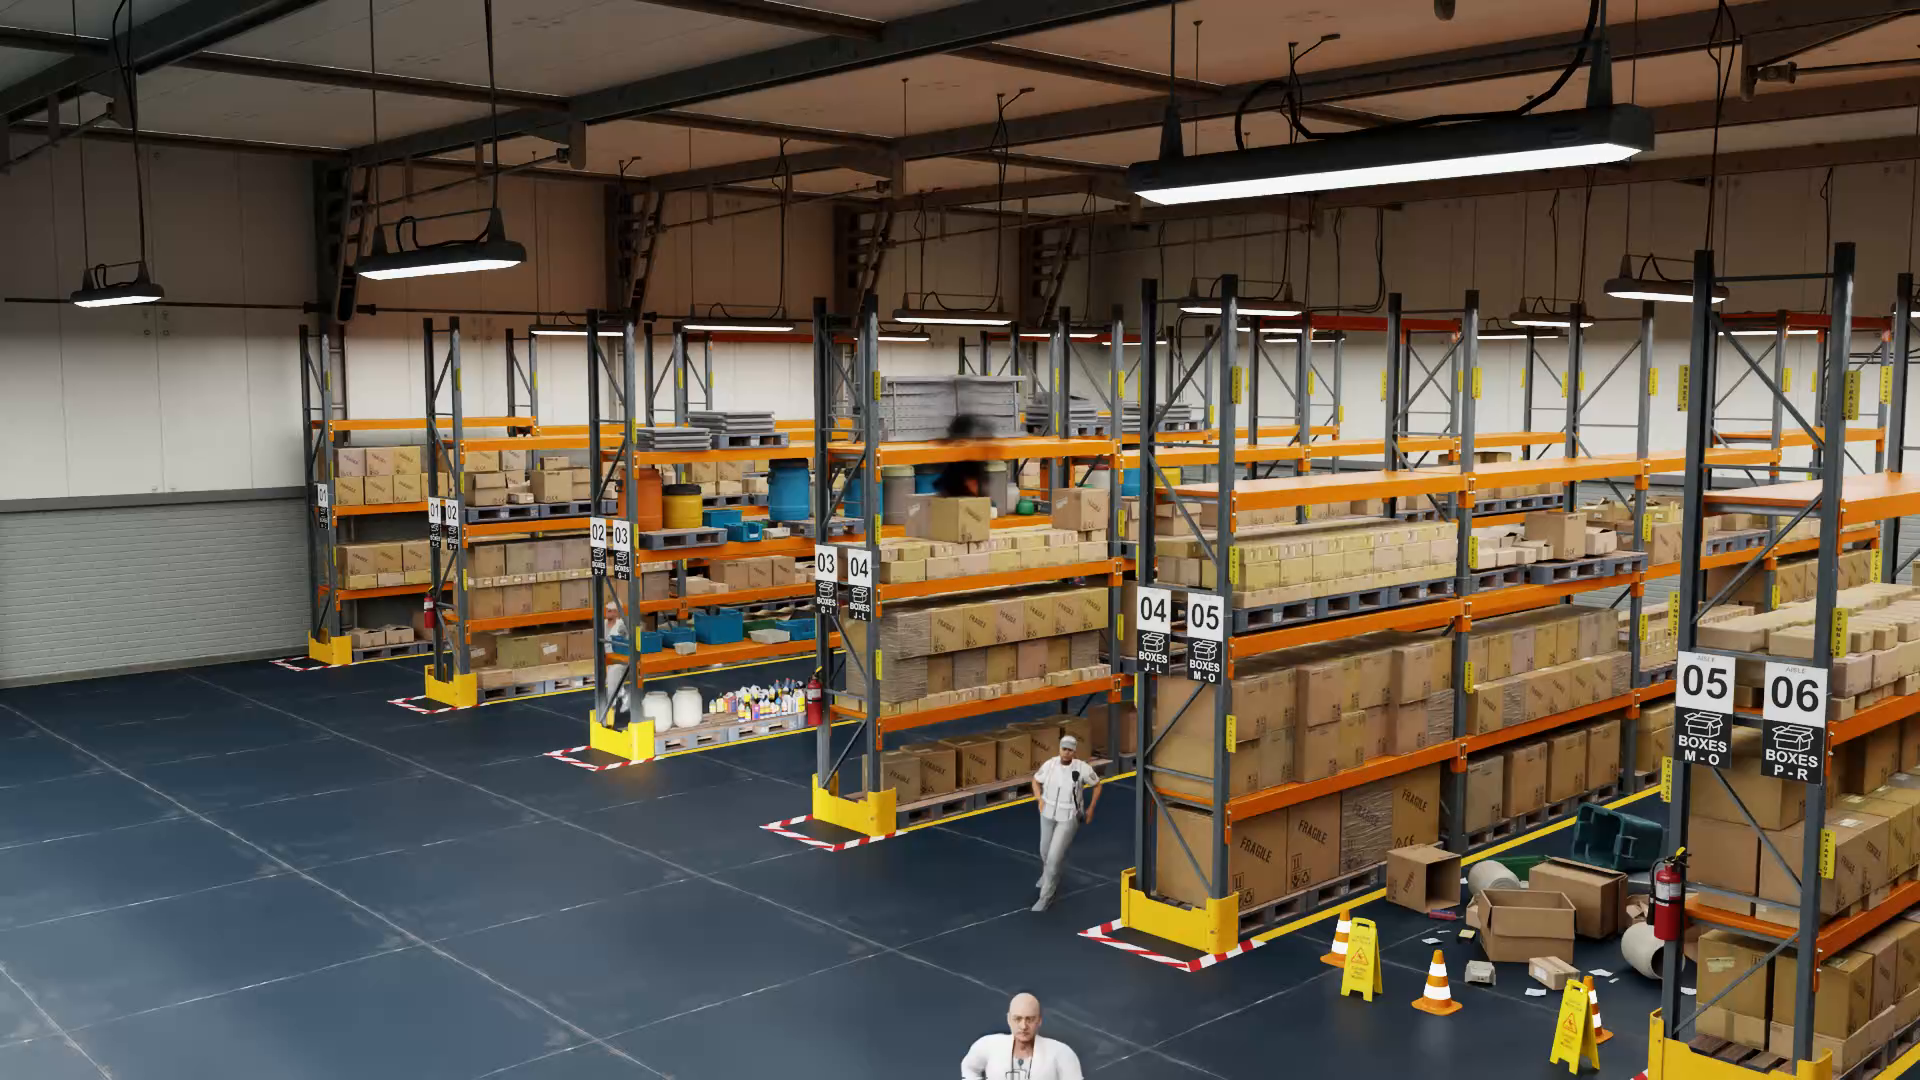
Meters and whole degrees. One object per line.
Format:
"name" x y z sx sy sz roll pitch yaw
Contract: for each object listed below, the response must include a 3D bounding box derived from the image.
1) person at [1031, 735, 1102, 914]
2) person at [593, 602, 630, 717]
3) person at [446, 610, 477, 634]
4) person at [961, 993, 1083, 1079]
"person" 0.978 2.724 16.172 0.694 1.686 0.846 3 6 26
"person" -5.089 1.796 24.622 0.686 1.792 0.839 4 7 32
"person" -8.295 1.509 28.018 0.659 1.747 0.745 5 8 43
"person" 0.344 3.340 9.052 0.699 1.771 1.047 0 6 3
